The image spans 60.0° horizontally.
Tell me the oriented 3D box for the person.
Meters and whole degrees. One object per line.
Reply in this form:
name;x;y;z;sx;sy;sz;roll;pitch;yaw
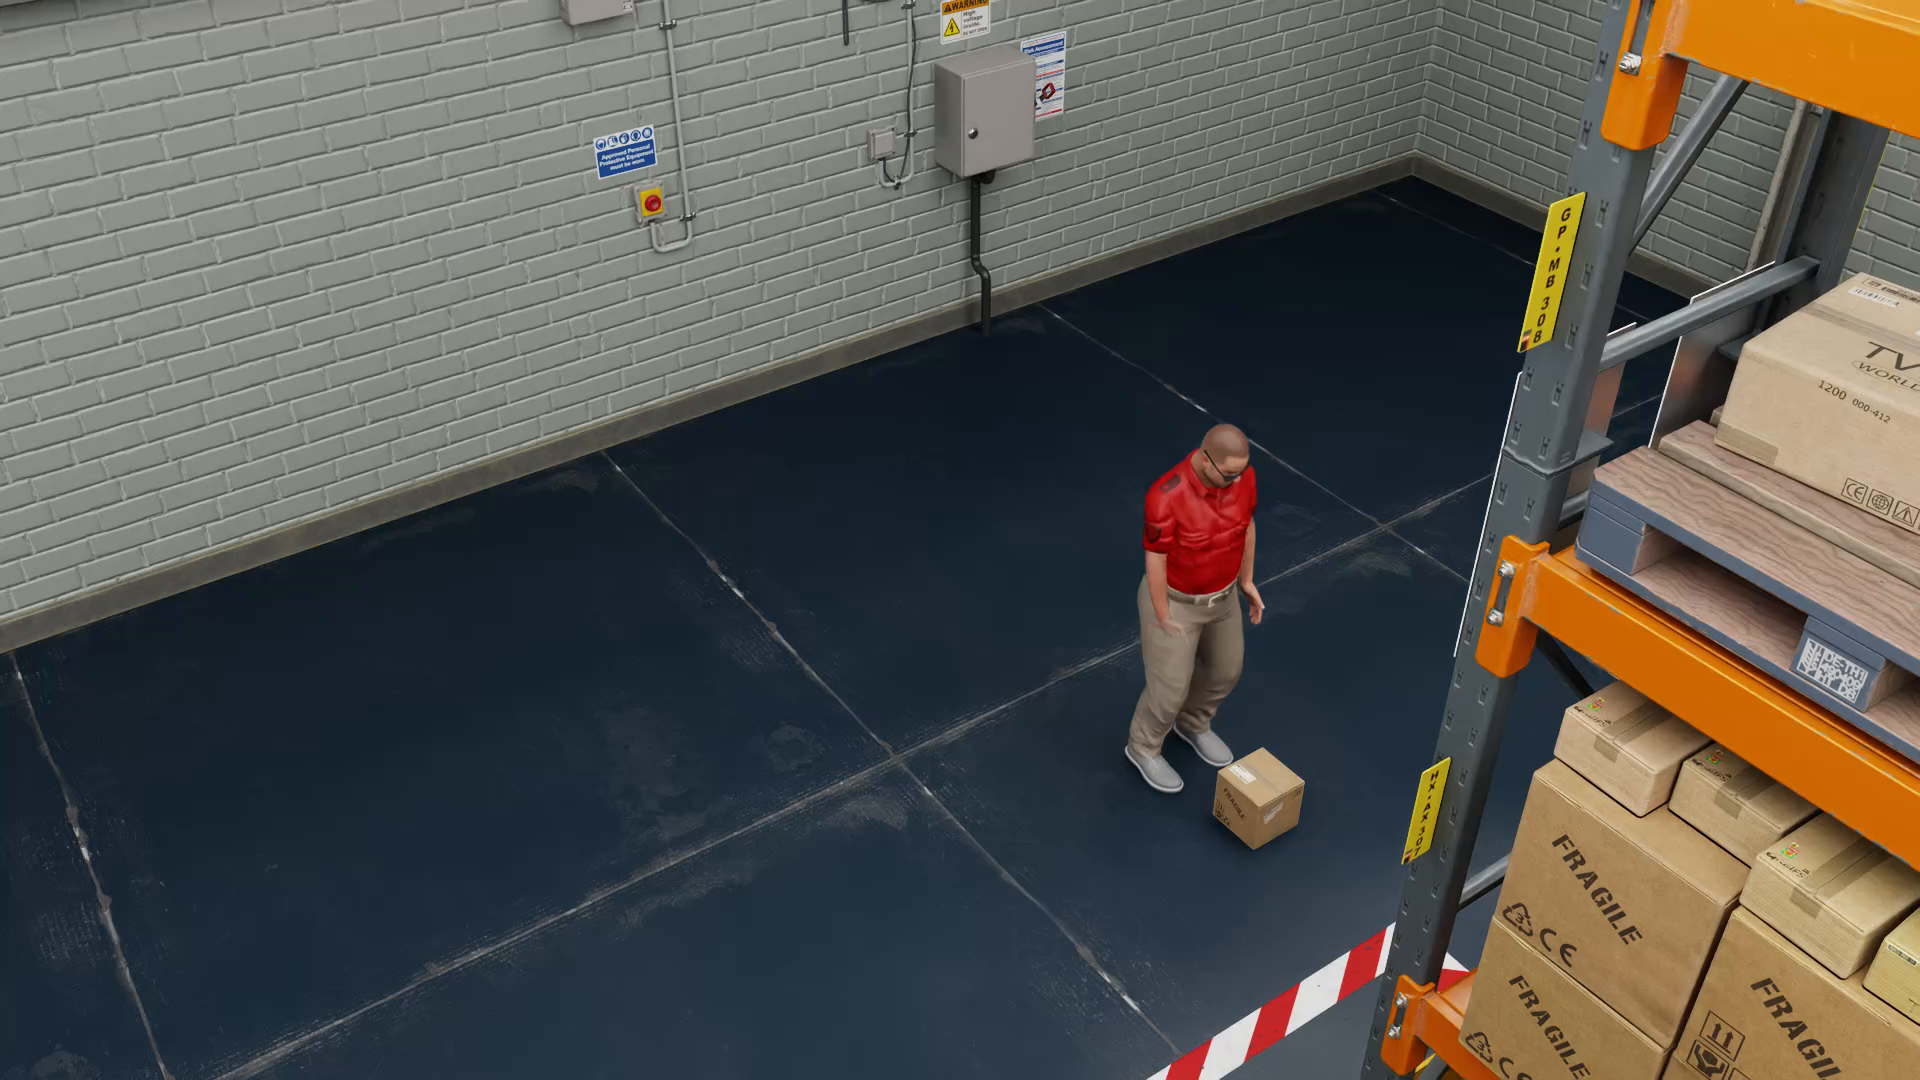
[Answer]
person;0.957;0.242;6.716;0.544;1.704;0.375;-22;41;-27
